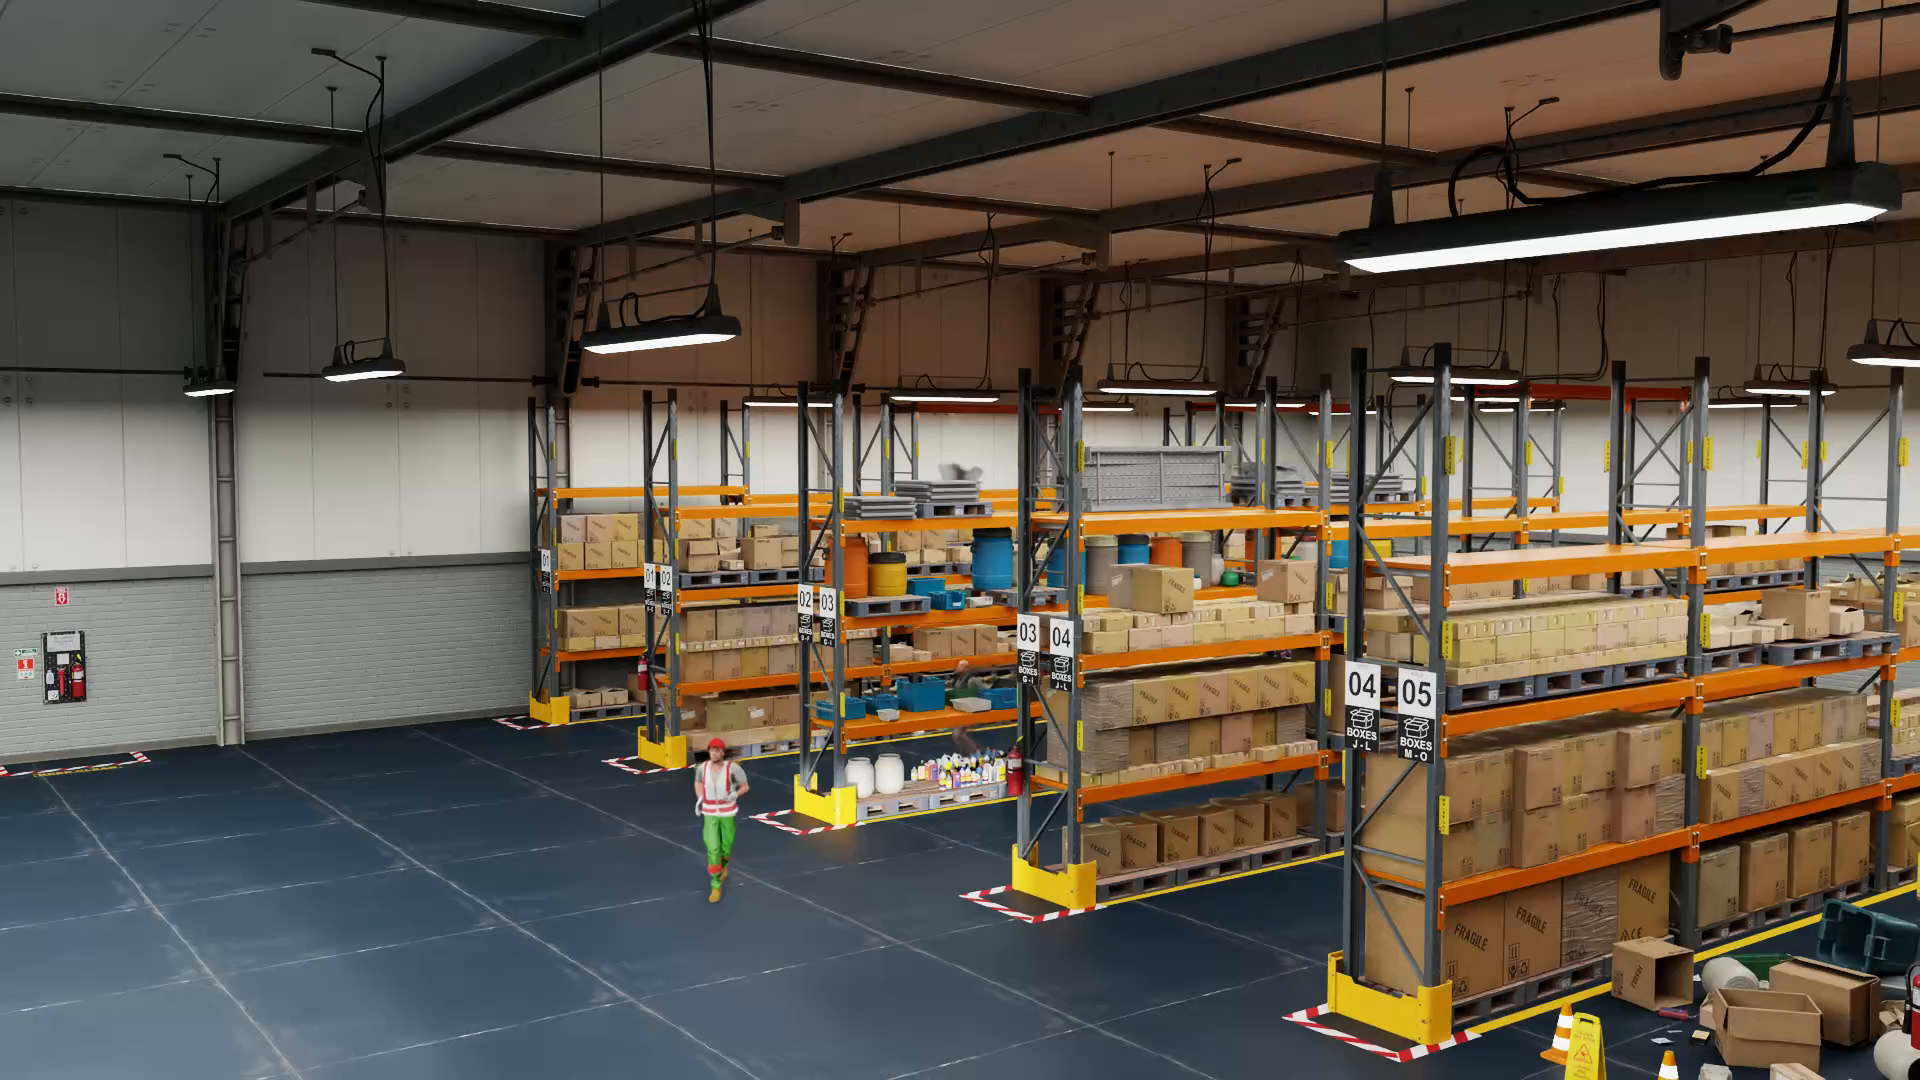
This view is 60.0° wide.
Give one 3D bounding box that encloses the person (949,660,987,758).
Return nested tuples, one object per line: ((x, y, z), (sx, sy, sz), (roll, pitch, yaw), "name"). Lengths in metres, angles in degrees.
((0.024, 2.749, 26.348), (0.583, 1.692, 0.711), (-3, 5, -43), "person")

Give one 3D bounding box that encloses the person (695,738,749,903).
((-2.728, 3.147, 18.996), (0.638, 1.795, 0.922), (0, 3, -2), "person")

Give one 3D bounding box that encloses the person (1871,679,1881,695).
((13.228, 2.861, 23.768), (0.839, 1.777, 0.666), (-2, 4, -28), "person")
